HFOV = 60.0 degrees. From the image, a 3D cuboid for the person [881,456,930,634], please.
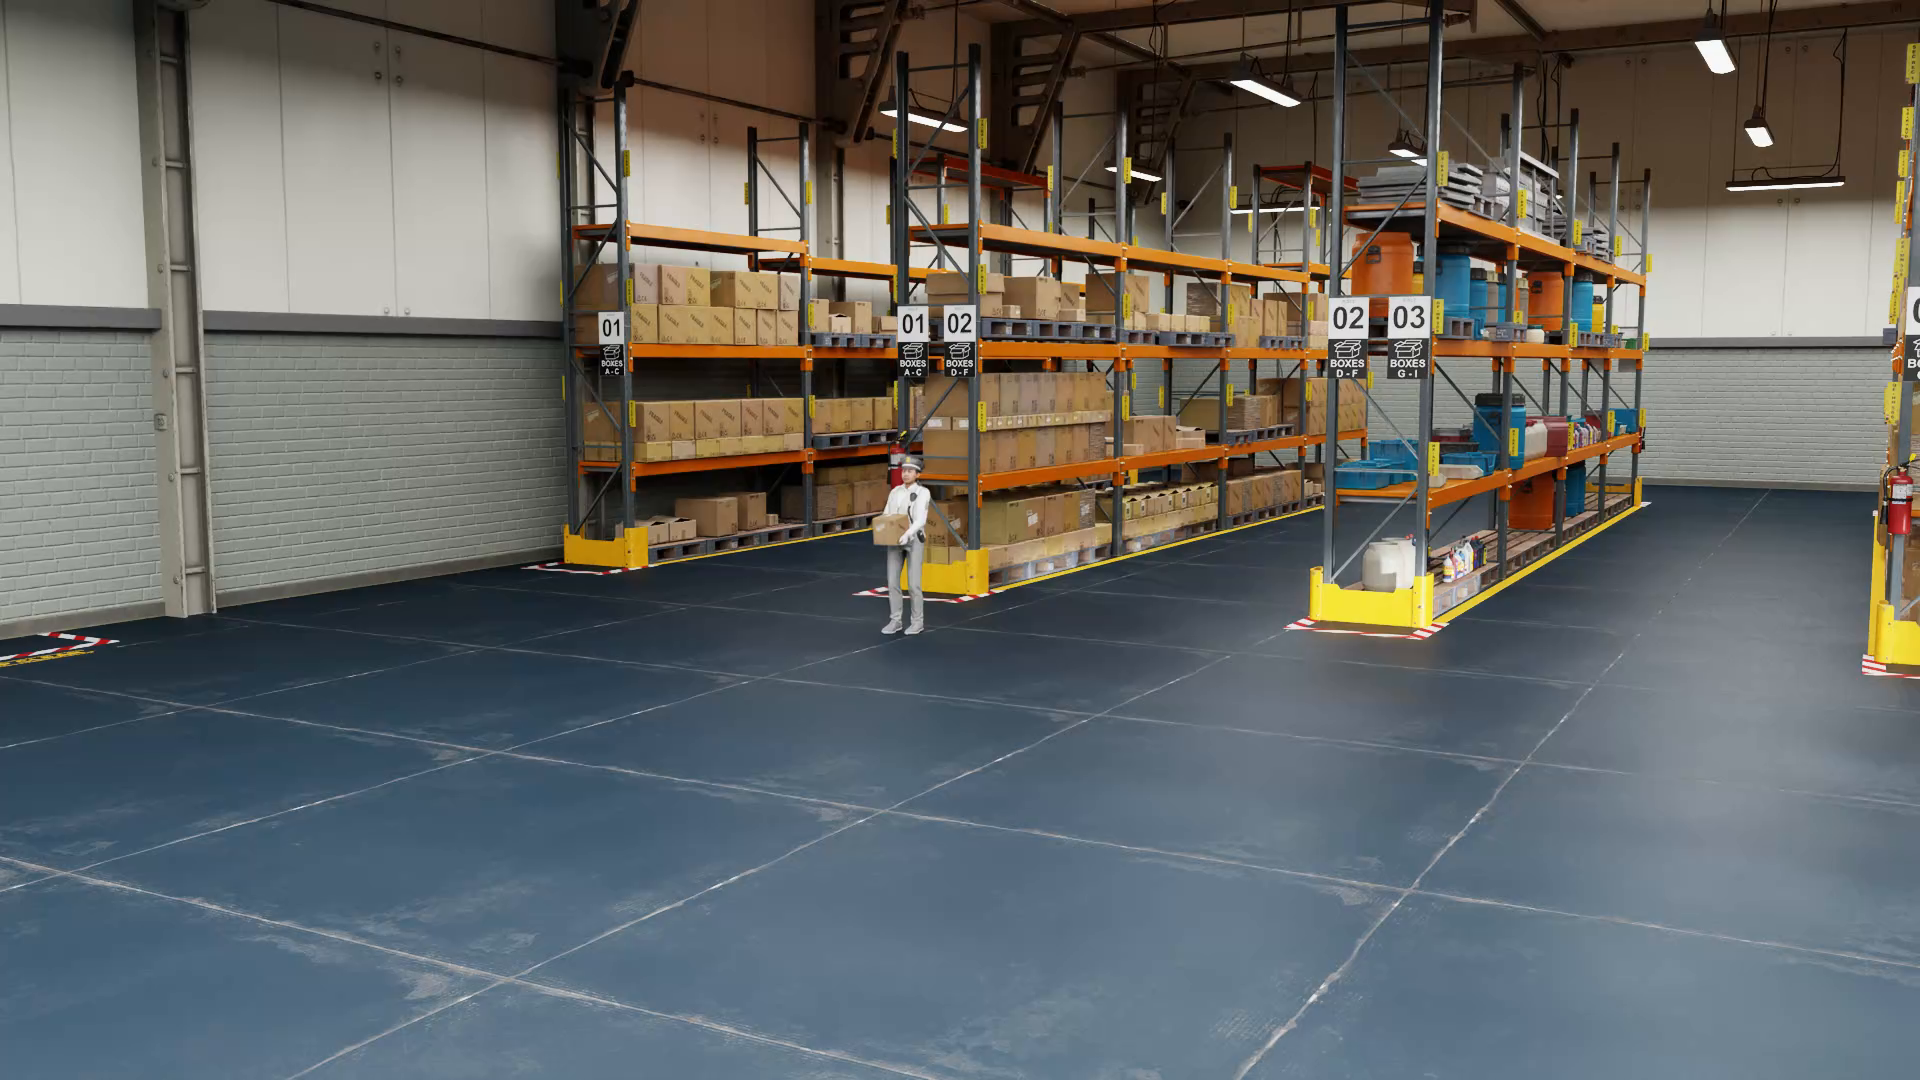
[{"bbox_3d":[-0.542,0.047,15.796,0.461,1.687,0.555,3,7,29],"label":"person"}]
